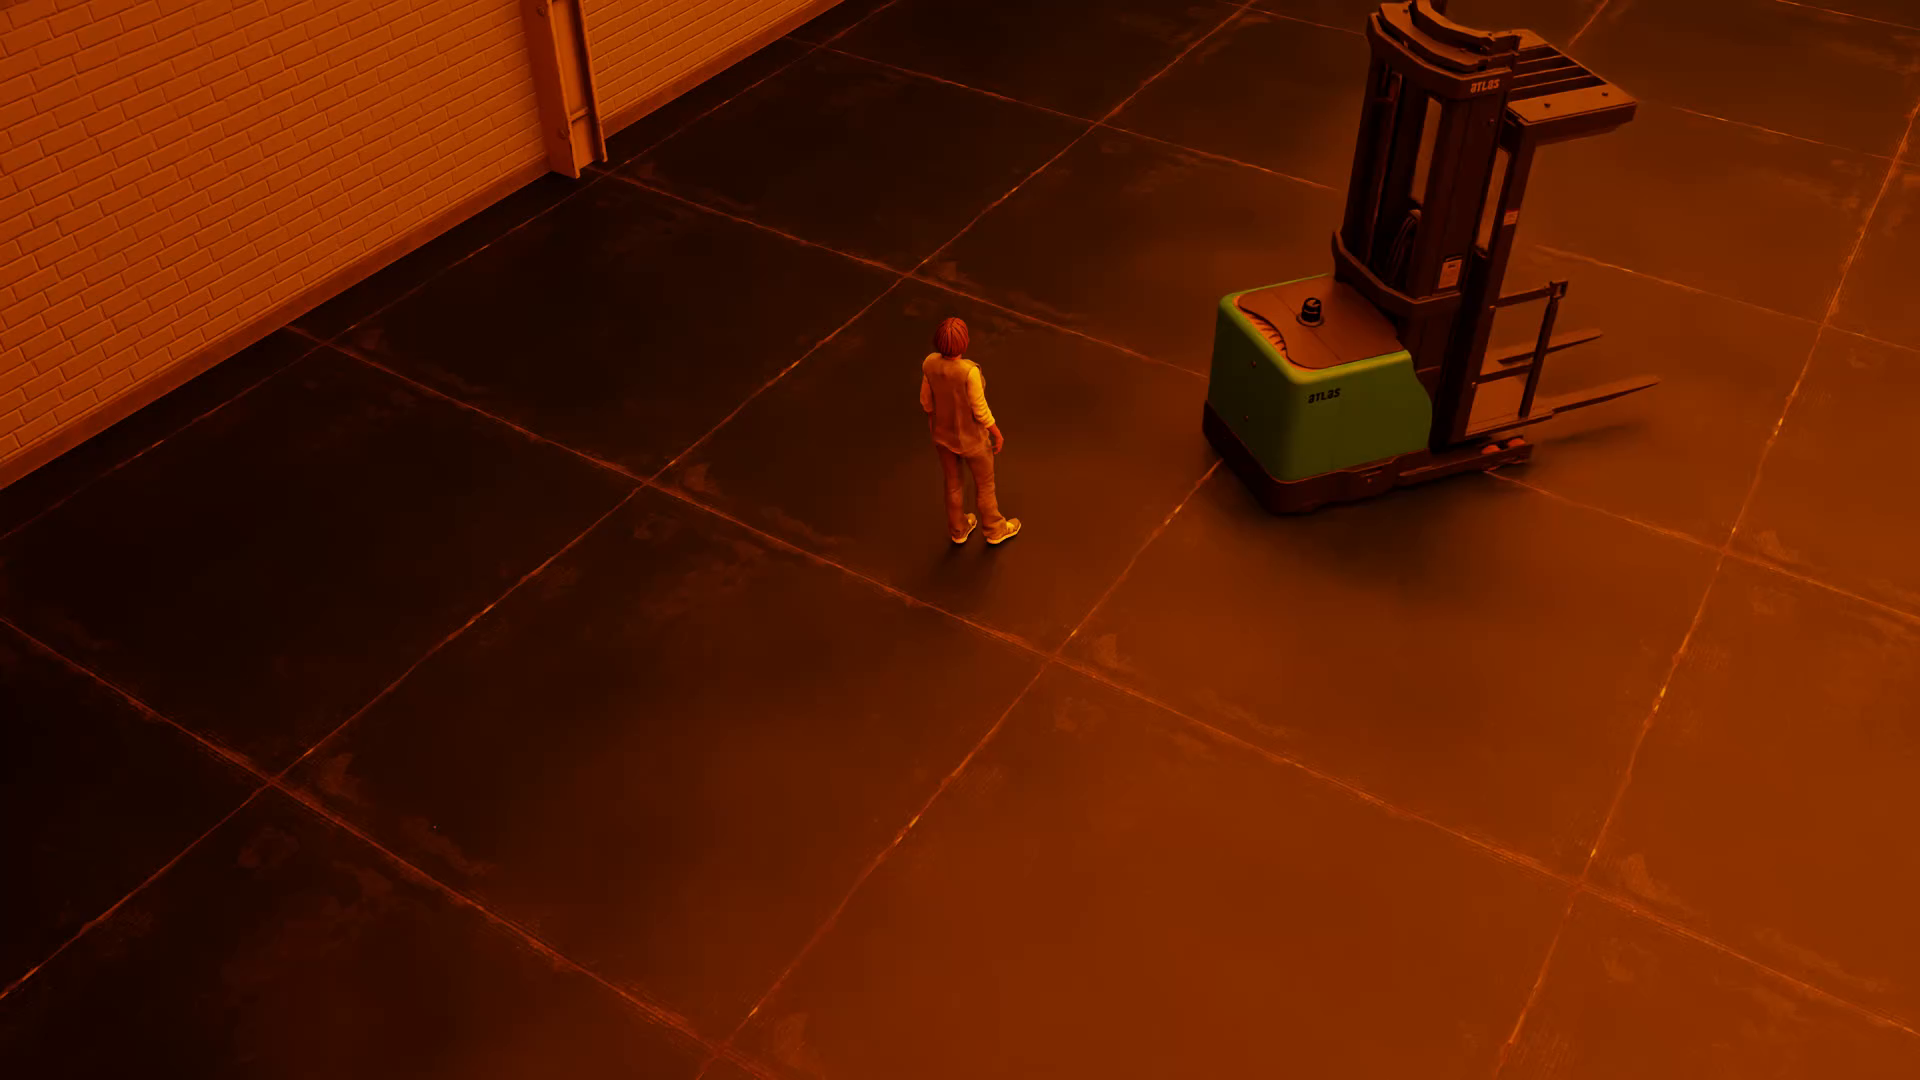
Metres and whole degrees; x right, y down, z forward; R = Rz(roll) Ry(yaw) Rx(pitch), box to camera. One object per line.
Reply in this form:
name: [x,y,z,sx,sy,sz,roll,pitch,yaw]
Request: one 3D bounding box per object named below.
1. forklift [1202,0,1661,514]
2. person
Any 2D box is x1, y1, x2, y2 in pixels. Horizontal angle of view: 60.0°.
forklift: [3.172,-1.874,10.178,3.031,2.935,1.130,-14,42,-16]
person: [0.052,-0.651,9.755,0.520,1.599,0.473,22,45,24]
